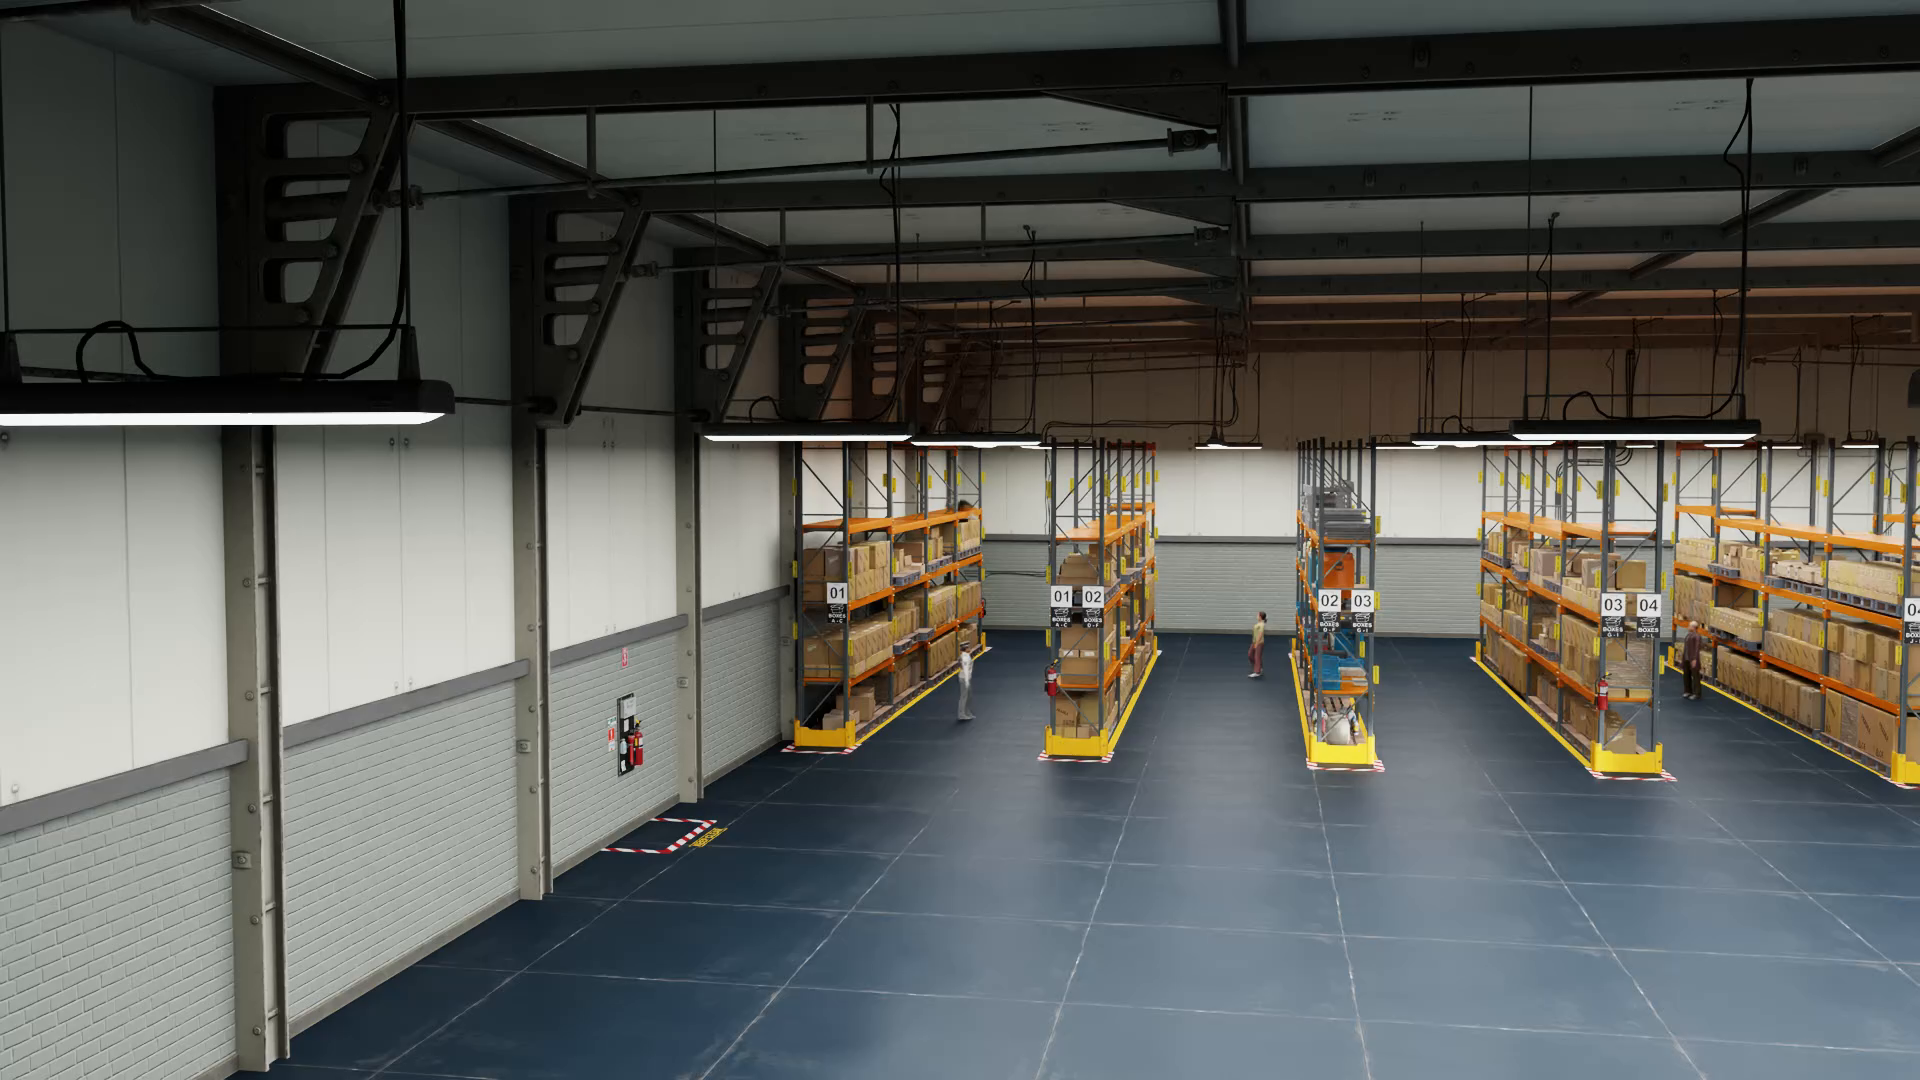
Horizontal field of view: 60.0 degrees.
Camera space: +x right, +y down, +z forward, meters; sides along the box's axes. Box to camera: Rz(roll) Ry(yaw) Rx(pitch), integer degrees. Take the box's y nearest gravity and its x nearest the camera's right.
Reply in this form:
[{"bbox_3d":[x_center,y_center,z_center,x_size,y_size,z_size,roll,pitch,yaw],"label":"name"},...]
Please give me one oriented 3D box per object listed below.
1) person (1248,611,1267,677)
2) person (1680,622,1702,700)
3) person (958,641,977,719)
[{"bbox_3d":[7.598,2.668,42.408,0.458,1.695,0.472,-1,3,-15],"label":"person"},{"bbox_3d":[16.983,2.787,38.628,0.444,1.790,0.578,-1,3,-20],"label":"person"},{"bbox_3d":[0.164,3.015,35.632,0.421,1.717,0.534,0,3,-3],"label":"person"}]
